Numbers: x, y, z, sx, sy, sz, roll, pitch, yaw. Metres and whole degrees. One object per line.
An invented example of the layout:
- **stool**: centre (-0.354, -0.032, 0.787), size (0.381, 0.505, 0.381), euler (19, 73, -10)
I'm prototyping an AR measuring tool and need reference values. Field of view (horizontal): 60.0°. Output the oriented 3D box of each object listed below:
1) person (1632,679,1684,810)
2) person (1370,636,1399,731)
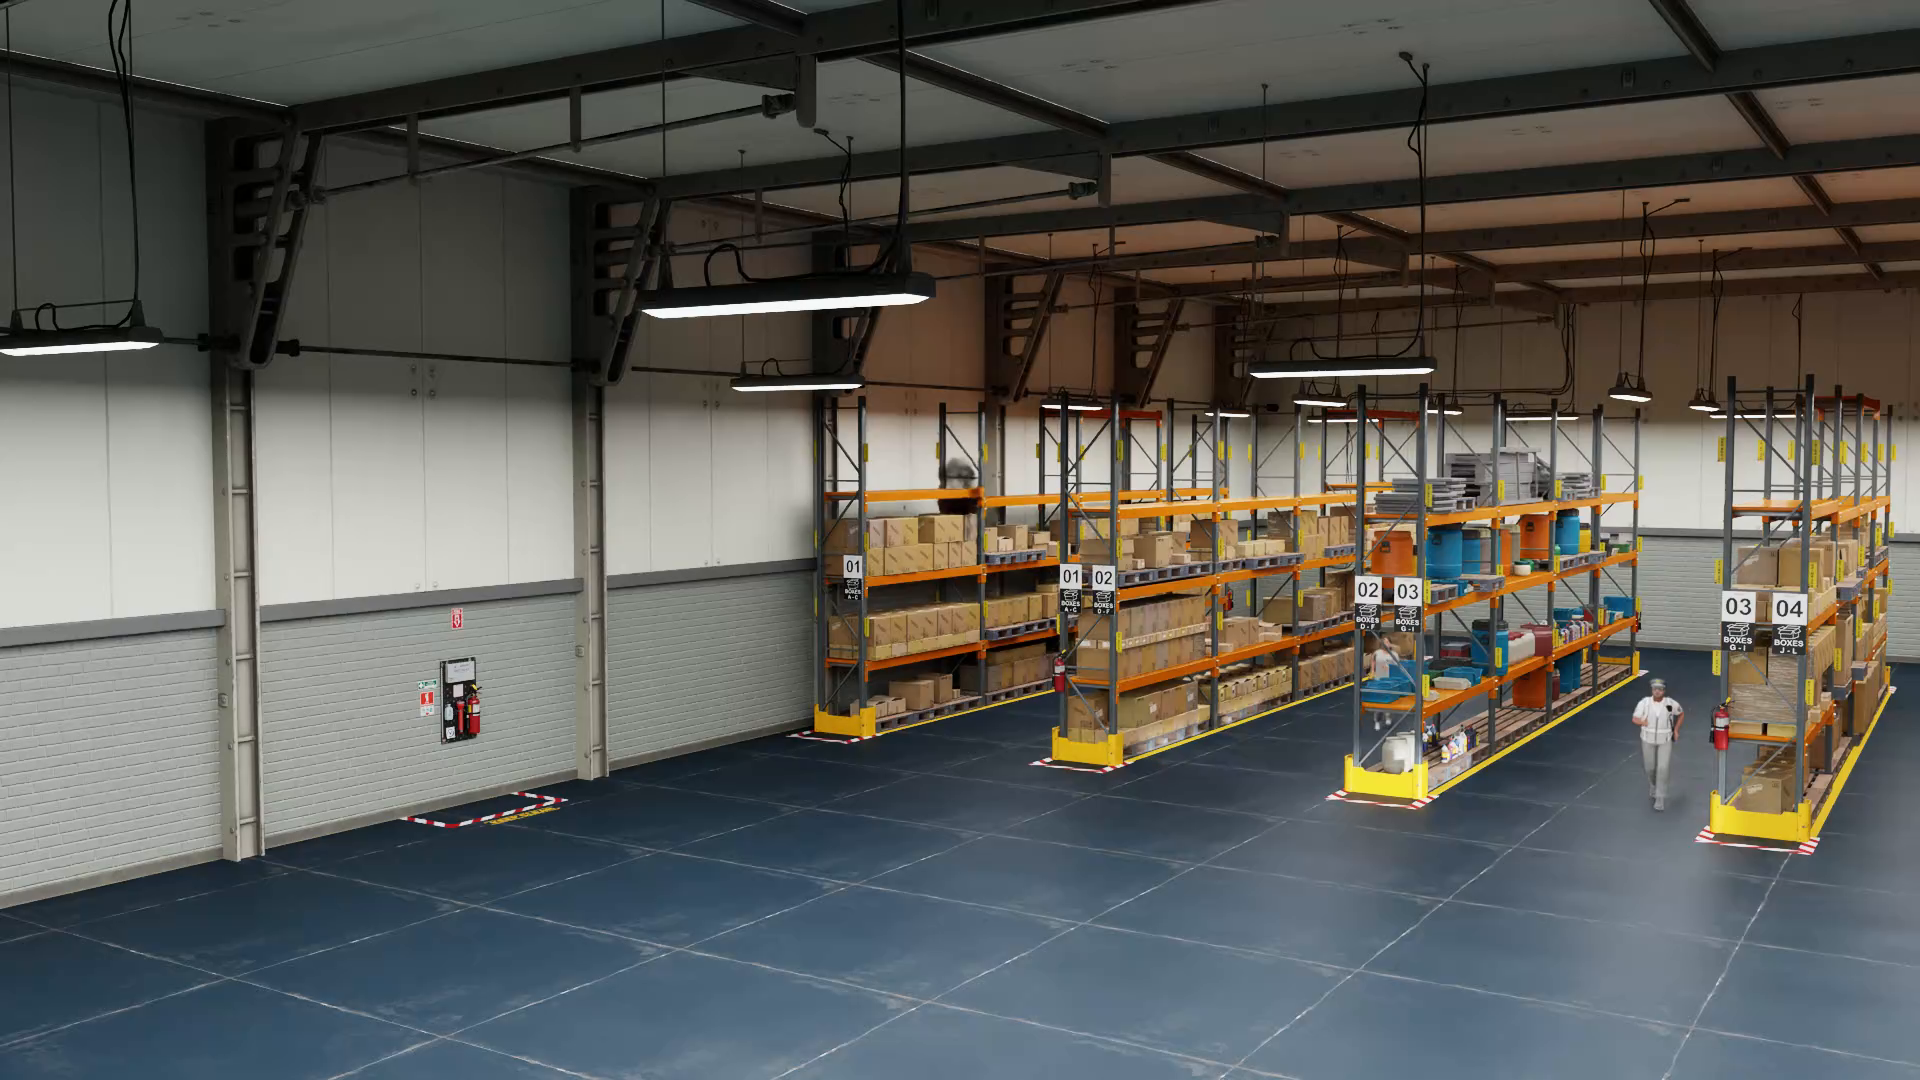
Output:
- **person**: centre (9.894, 2.855, 23.605), size (0.659, 1.786, 0.967), euler (2, 3, 28)
- **person**: centre (7.677, 2.587, 30.102), size (0.531, 1.720, 0.720), euler (1, 3, 23)
